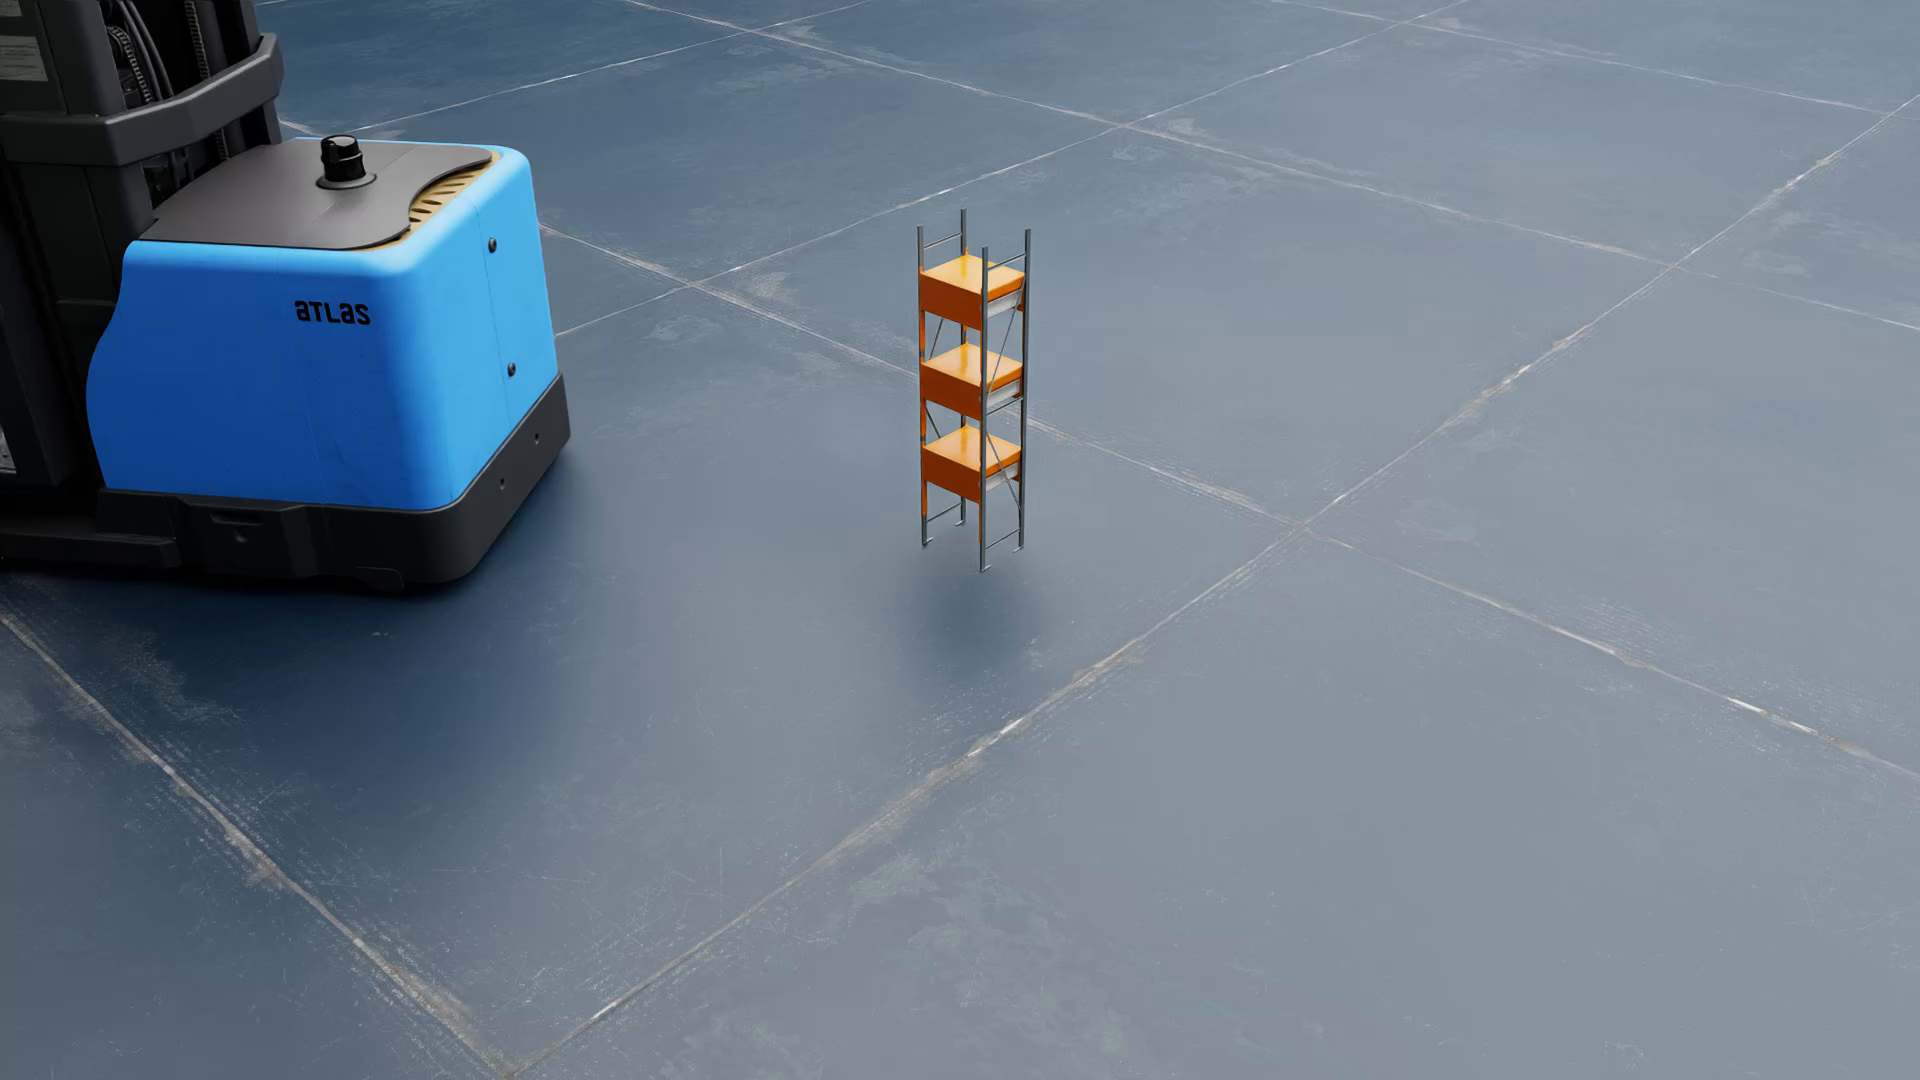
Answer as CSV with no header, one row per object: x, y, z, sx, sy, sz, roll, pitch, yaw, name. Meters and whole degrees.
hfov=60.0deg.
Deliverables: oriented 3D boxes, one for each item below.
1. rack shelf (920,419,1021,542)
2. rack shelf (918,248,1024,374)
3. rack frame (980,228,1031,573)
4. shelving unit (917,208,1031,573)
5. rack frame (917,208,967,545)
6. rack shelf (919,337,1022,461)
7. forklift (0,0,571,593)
0.040,-0.184,5.097,0.240,0.259,0.215,25,39,35,rack shelf
0.040,-0.665,4.808,0.240,0.259,0.215,25,39,35,rack shelf
0.130,-0.389,4.878,0.008,1.050,0.200,25,39,35,rack frame
0.040,-0.431,4.948,0.252,1.050,0.215,25,39,35,shelving unit
-0.051,-0.473,5.019,0.008,1.050,0.200,25,39,35,rack frame
0.040,-0.422,4.954,0.240,0.259,0.215,25,39,35,rack shelf
-2.893,-1.434,4.790,3.031,2.935,1.130,4,31,7,forklift
